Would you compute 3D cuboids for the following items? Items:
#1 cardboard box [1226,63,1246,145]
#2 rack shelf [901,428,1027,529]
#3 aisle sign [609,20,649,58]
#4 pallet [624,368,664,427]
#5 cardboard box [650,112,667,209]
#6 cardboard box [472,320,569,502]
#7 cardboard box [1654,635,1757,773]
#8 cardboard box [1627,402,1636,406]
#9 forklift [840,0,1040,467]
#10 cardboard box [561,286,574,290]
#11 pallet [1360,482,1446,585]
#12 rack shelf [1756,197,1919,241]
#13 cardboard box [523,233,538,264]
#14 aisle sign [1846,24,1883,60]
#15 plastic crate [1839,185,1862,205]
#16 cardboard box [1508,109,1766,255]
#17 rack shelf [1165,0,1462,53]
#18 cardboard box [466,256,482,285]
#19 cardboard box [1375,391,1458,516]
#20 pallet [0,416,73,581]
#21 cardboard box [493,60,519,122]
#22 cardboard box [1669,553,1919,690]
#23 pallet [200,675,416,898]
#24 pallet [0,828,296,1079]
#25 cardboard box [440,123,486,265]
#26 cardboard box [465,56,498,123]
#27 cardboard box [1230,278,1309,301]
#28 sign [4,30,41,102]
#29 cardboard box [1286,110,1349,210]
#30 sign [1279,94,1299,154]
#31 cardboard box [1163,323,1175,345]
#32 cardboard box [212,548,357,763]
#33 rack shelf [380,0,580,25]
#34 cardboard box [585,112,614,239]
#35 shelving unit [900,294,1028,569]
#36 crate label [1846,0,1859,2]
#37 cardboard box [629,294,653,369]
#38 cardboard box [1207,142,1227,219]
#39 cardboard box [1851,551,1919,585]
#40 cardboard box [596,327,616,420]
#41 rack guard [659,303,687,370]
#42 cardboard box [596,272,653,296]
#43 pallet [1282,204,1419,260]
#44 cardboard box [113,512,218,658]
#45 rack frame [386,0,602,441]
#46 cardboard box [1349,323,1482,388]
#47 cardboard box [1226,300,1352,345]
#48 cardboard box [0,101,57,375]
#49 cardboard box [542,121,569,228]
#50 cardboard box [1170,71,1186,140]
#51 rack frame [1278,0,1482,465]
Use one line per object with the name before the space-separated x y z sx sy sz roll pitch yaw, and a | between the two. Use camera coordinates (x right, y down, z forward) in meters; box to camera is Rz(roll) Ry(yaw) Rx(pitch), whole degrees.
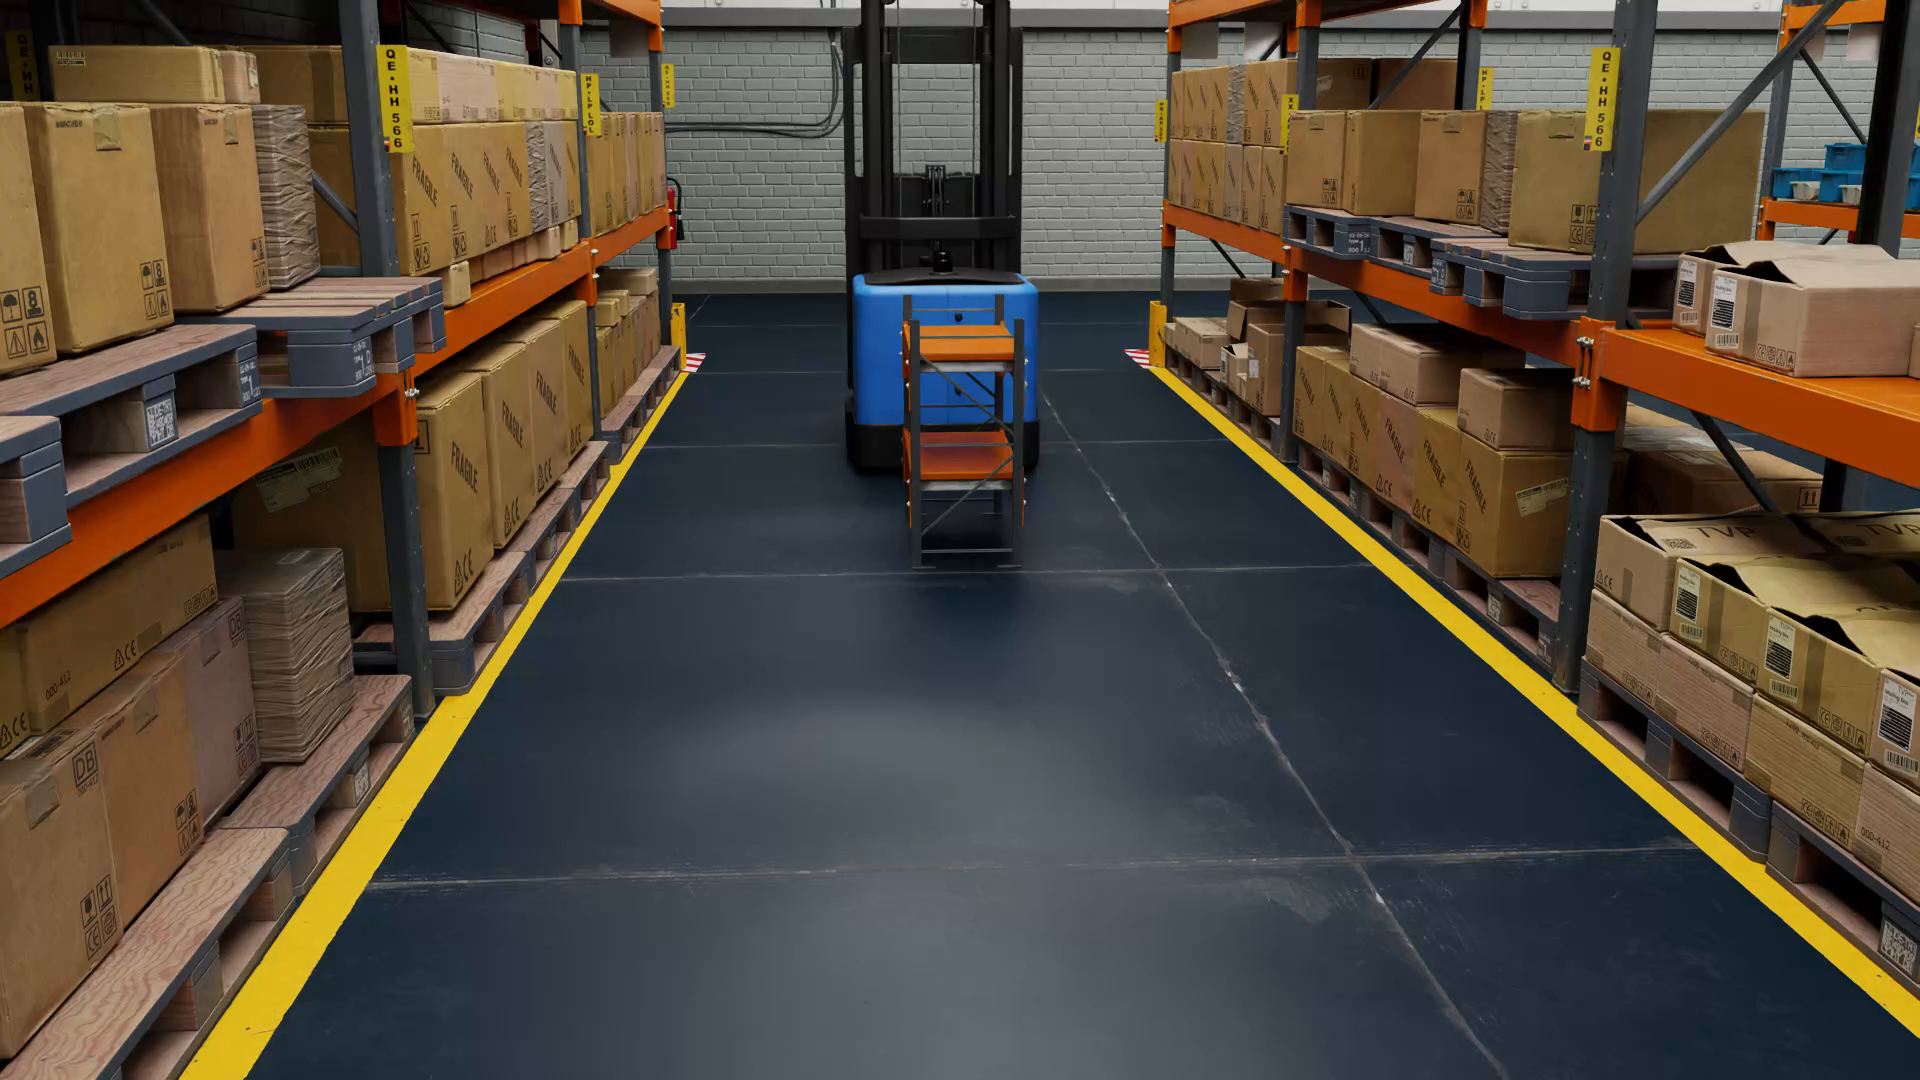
cardboard box | 2.032 -2.825 10.778 0.500 0.500 0.500 -1 14 -3
rack shelf | 0.000 -0.310 7.954 0.538 0.278 1.000 -1 14 -3
aisle sign | -2.510 -4.117 12.789 0.394 0.787 0.004 -1 14 -3
pallet | -2.604 -0.984 11.428 1.003 0.211 1.213 -1 14 -3
cardboard box | -2.763 -2.854 12.496 0.980 0.700 0.700 0 14 -1
cardboard box | -2.329 -0.622 7.895 0.750 0.750 0.750 0 14 -2
cardboard box | 2.406 0.465 4.874 0.500 0.250 0.500 -1 14 -5
cardboard box | 2.790 -0.428 7.802 0.500 0.500 0.500 -1 14 -5
forklift | -0.185 -2.142 10.469 1.130 2.935 3.031 -1 14 -4
cardboard box | -2.773 -1.619 11.172 0.380 0.149 0.250 -1 14 -4
pallet | 2.554 -0.061 7.841 1.003 0.211 1.213 -1 14 -3
rack shelf | 7.207 -2.142 11.776 1.077 0.370 4.000 -1 14 -3
cardboard box | -2.219 -1.395 7.891 0.380 0.149 0.250 -1 14 -3
aisle sign | 7.371 -4.269 13.383 0.394 0.787 0.004 -1 14 -3
plastic crate | 6.749 -2.573 12.416 0.250 0.136 0.298 -1 14 -3
cardboard box | 2.483 -1.330 6.131 0.700 0.500 0.500 -6 16 -22
rack shelf | 2.263 -3.519 11.109 1.077 0.370 4.000 -1 14 -3
cardboard box | -2.206 -1.139 6.896 0.380 0.149 0.250 -1 14 -3
cardboard box | 2.272 -0.414 7.747 0.500 0.500 0.500 -1 14 -6
pallet | -1.963 0.050 2.198 1.003 0.211 1.213 -1 14 -3
cardboard box | -2.187 -1.913 7.097 0.500 0.250 0.500 -1 14 -5
cardboard box | 2.415 0.199 4.783 0.500 0.311 0.500 -1 14 -5
pallet | -2.262 0.699 4.885 1.003 0.211 1.213 -1 14 -3
pallet | -2.190 1.002 3.708 1.003 0.211 1.213 -1 14 -3
cardboard box | -2.107 -1.303 6.232 0.500 0.500 0.500 0 14 -2
cardboard box | -2.149 -1.786 6.604 0.500 0.250 0.500 -1 14 -3
cardboard box | 2.419 -1.784 13.072 0.500 0.500 0.500 -1 14 -3
sign | -2.863 -1.397 5.112 0.100 0.325 0.005 -1 14 -3
cardboard box | 2.193 -2.048 8.924 0.700 0.500 0.500 -6 16 -22
sign | 1.846 -2.327 9.312 0.100 0.325 0.005 -1 14 -3
cardboard box | 1.822 -1.635 13.201 0.380 0.149 0.250 -1 14 -3
cardboard box | -2.212 0.330 4.857 0.700 0.500 0.500 -1 14 -3
rack shelf | -2.433 -2.447 6.942 1.077 0.370 4.000 -1 14 -3
cardboard box | -2.574 -2.121 9.647 0.980 0.700 0.700 -1 14 -3
shelving unit | 0.000 -0.546 7.893 0.538 1.125 1.048 -1 14 -3
crate label | 6.818 -4.134 12.354 0.408 0.251 0.502 -1 14 -3
cardboard box | -2.630 -1.531 12.130 0.700 0.500 0.500 -1 14 -4
cardboard box | 1.998 -2.469 11.402 0.500 0.500 0.500 -1 14 -3
cardboard box | 2.952 0.189 4.821 0.500 0.311 0.500 -1 14 -4
cardboard box | -2.501 -1.021 10.147 0.700 0.500 0.500 -1 14 -3
rack guard | -2.806 -1.631 13.360 1.175 0.500 0.348 -1 14 -3
cardboard box | -2.455 -1.877 12.173 0.380 0.149 0.250 0 14 -2
pallet | 2.328 -1.624 8.705 1.003 0.211 1.213 -1 14 -3
cardboard box | -2.240 0.110 4.208 0.500 0.250 0.500 -1 14 -2
rack frame | -2.557 -1.840 9.159 1.000 3.000 0.127 -1 14 -3
cardboard box | 2.236 -0.911 8.174 0.500 0.250 0.500 -1 14 -3
cardboard box | 2.266 -1.389 11.532 0.797 0.503 0.637 -1 14 -3
cardboard box | -2.158 -0.542 3.028 0.700 0.500 0.500 1 14 4
cardboard box | -2.235 -1.805 8.184 0.500 0.500 0.500 -1 14 -3
cardboard box | 1.904 -3.331 12.745 0.500 0.500 0.500 0 14 -2
rack frame | 2.387 -1.918 9.460 1.000 3.000 0.127 -1 14 -3
